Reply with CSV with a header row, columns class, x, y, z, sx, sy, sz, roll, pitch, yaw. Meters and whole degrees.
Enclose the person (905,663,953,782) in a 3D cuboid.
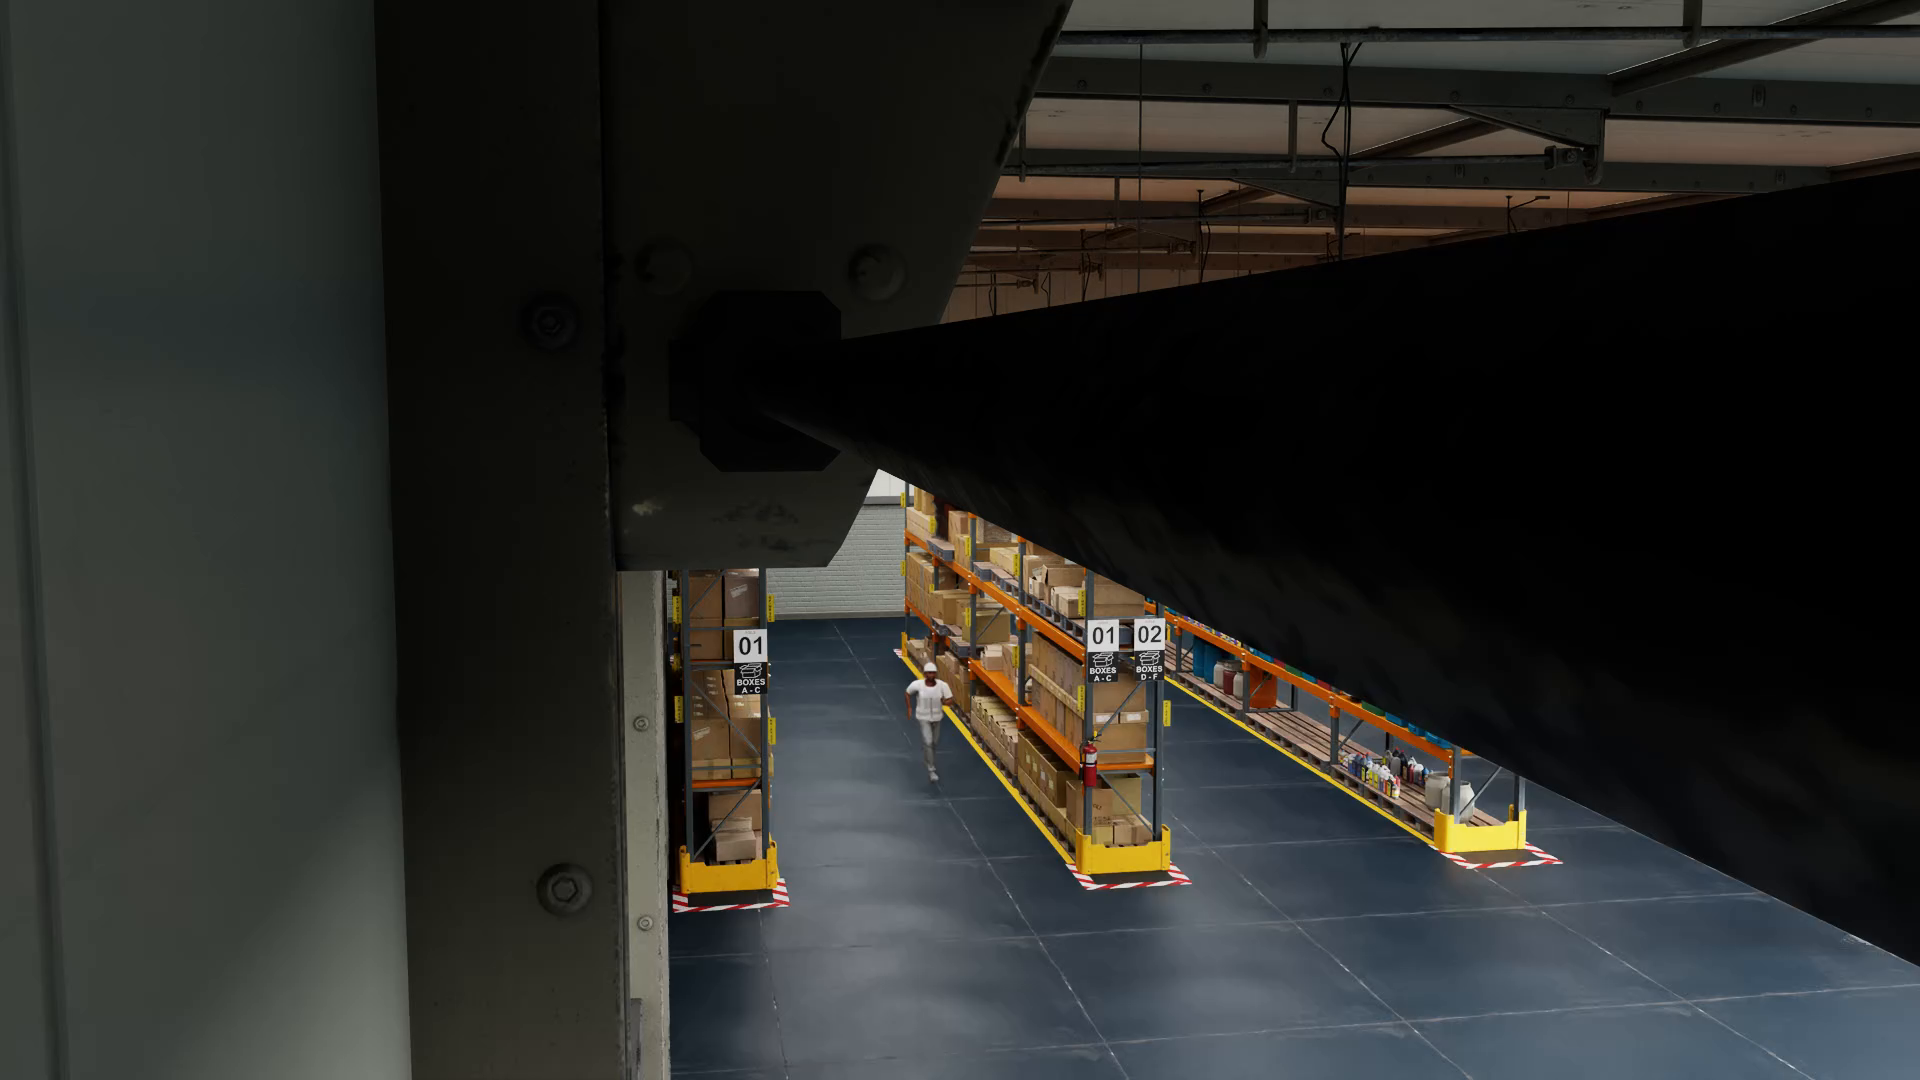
class,x,y,z,sx,sy,sz,roll,pitch,yaw
person,-0.462,2.758,25.680,0.697,1.759,0.988,-2,6,-15
